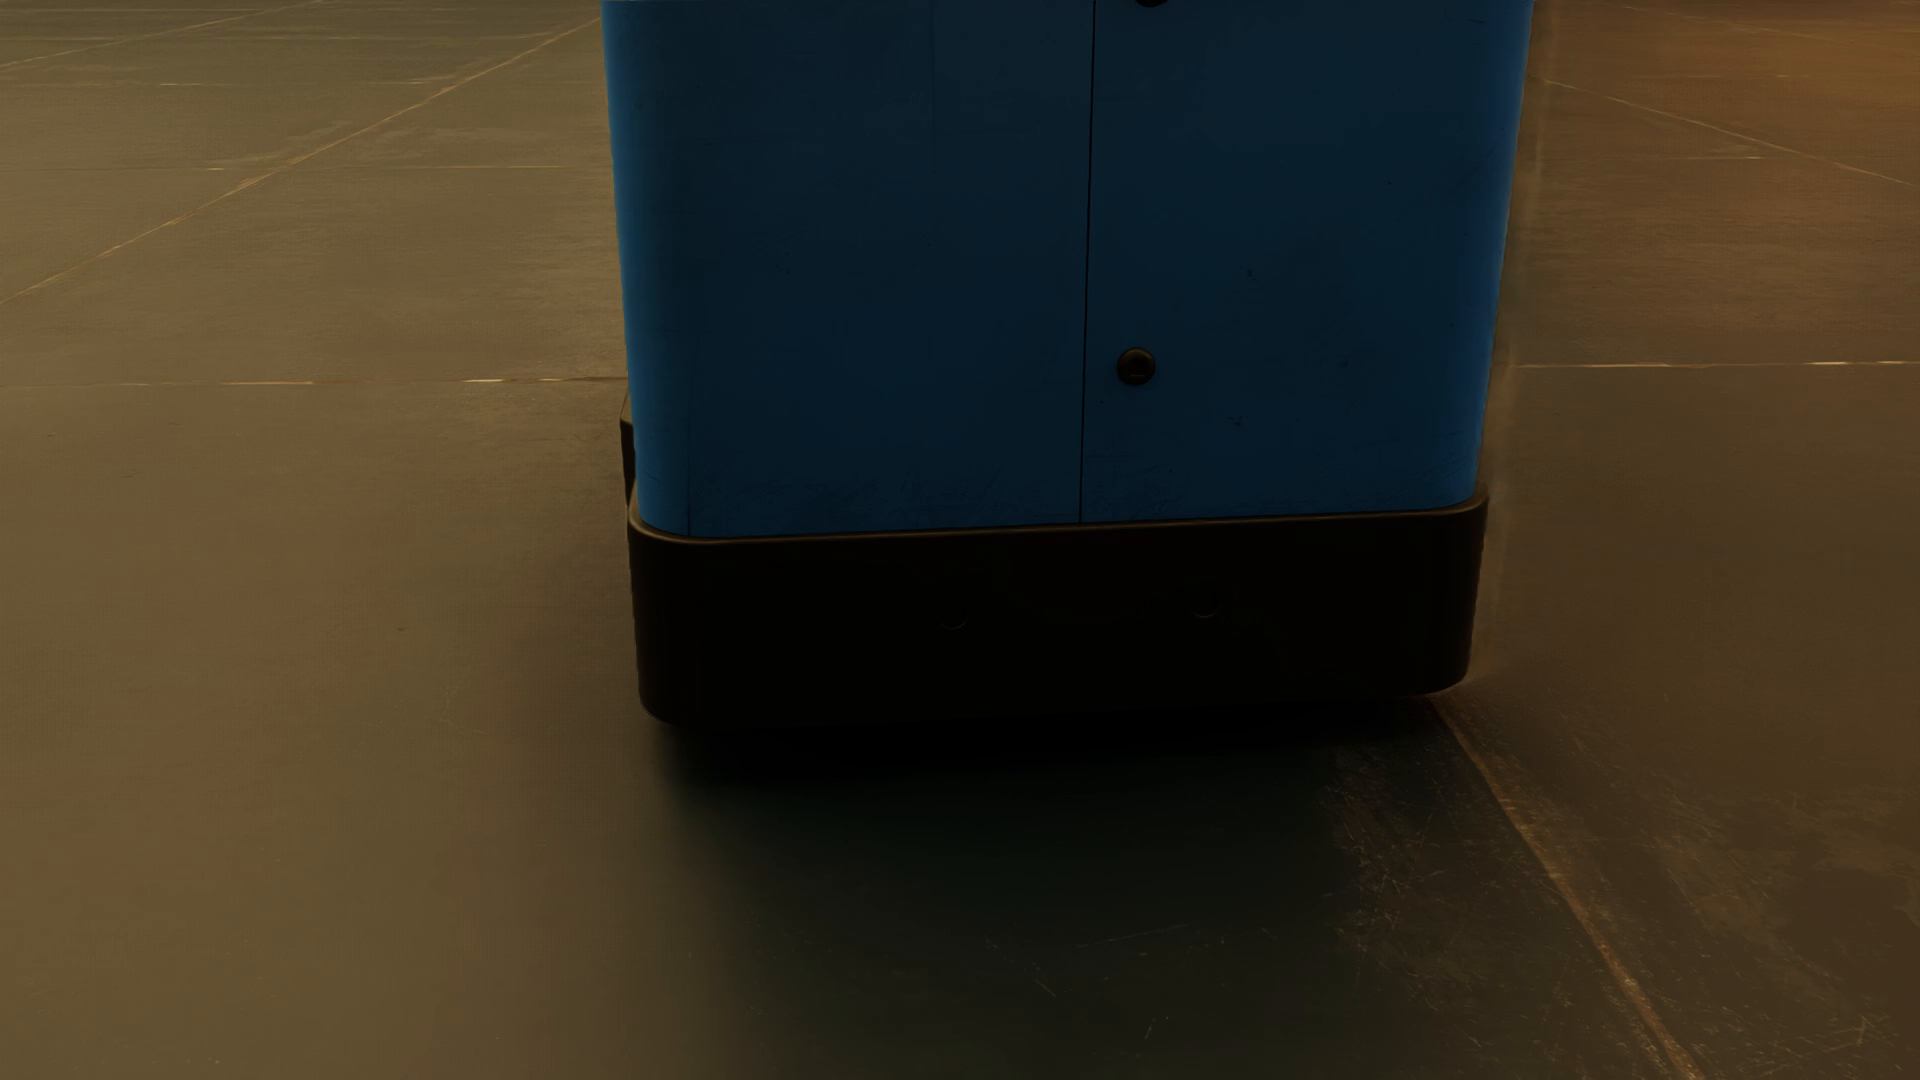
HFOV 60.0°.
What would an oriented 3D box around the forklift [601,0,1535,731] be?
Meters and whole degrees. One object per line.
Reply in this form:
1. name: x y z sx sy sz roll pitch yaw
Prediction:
1. forklift: -0.026 -1.638 2.898 1.130 2.935 3.031 -2 22 -6
